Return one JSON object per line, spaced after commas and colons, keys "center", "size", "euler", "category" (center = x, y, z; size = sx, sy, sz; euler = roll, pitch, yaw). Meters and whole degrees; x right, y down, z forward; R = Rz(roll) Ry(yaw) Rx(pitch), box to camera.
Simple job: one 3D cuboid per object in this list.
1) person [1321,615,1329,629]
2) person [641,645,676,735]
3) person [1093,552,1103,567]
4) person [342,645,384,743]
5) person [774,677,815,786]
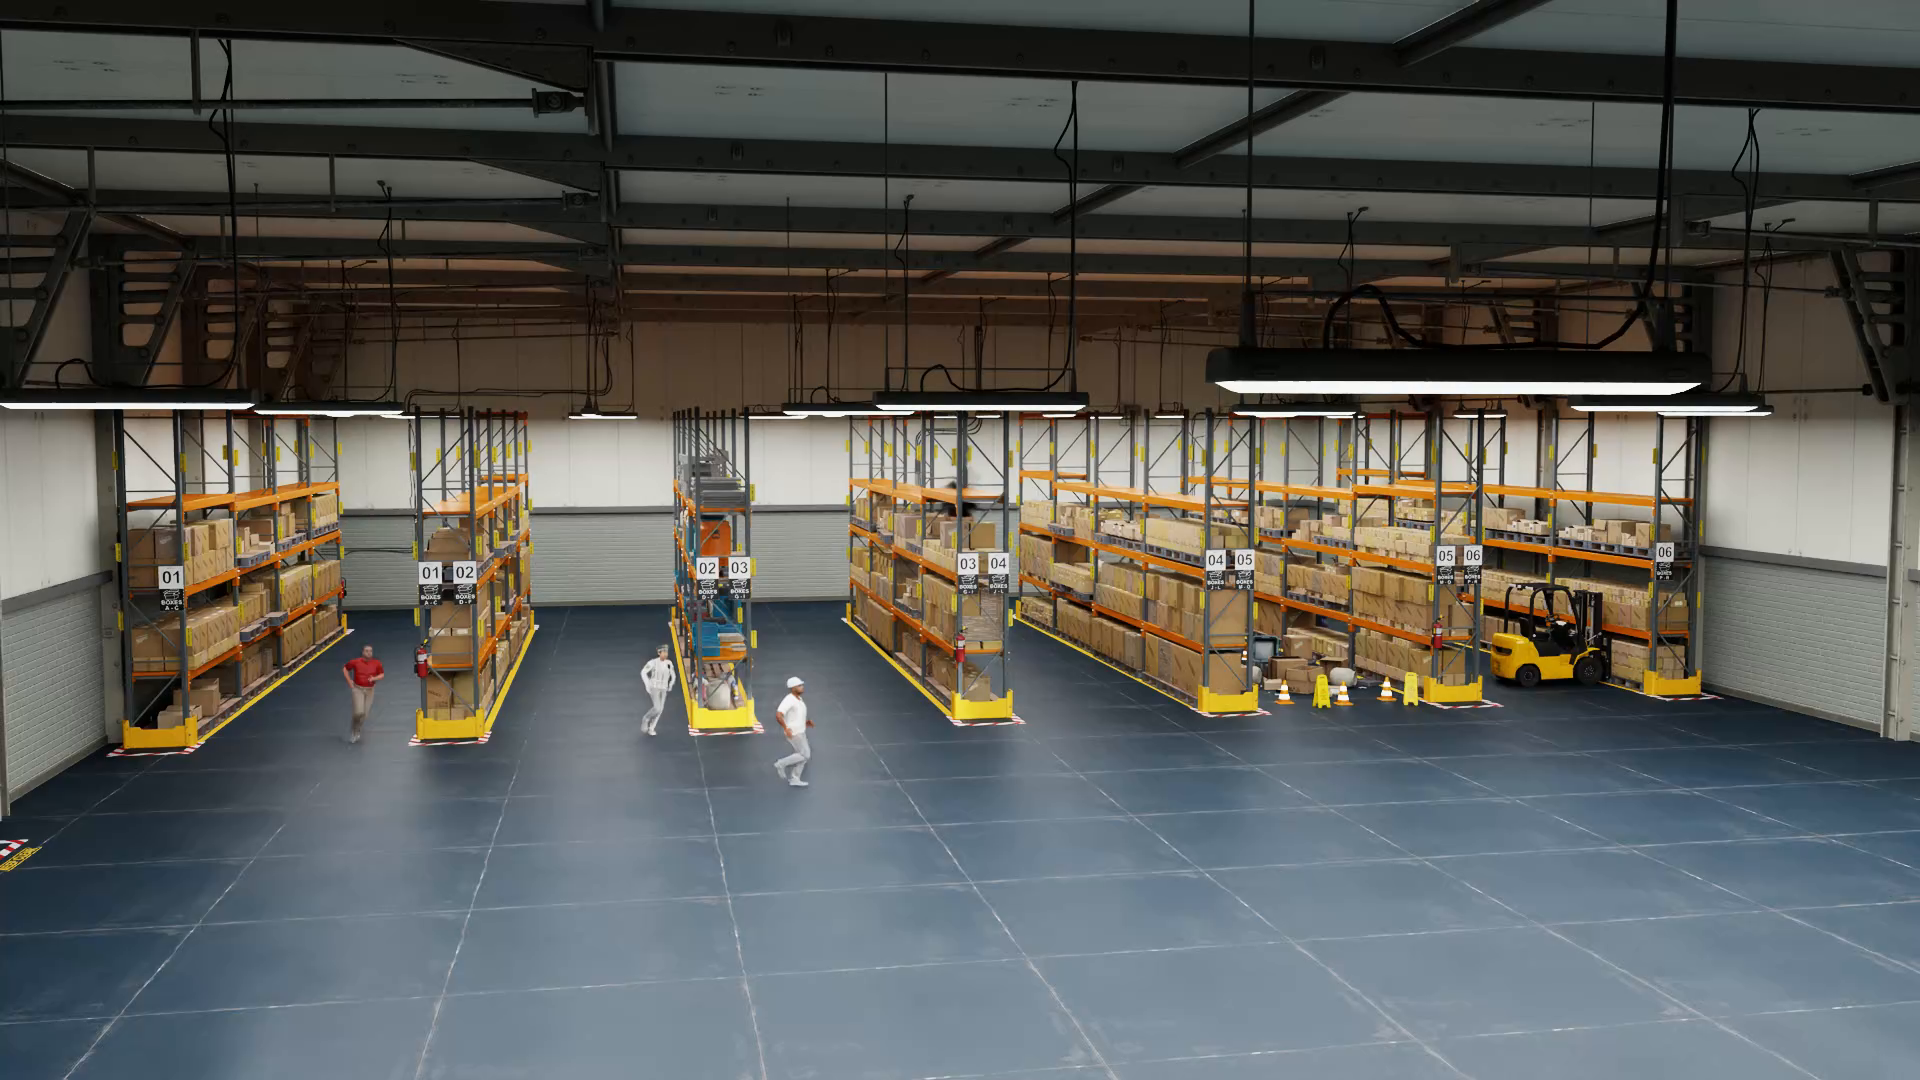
{"center": [9.618, 1.775, 44.089], "size": [0.610, 1.604, 0.815], "euler": [-1, 4, -14], "category": "person"}
{"center": [-5.494, 2.736, 30.490], "size": [0.647, 1.637, 0.501], "euler": [-3, 5, -37], "category": "person"}
{"center": [4.205, 1.267, 50.474], "size": [0.794, 1.851, 0.629], "euler": [0, 4, -4], "category": "person"}
{"center": [-10.696, 2.773, 29.891], "size": [0.651, 1.771, 0.674], "euler": [-3, 5, -39], "category": "person"}
{"center": [-2.573, 3.015, 26.119], "size": [0.548, 1.725, 0.720], "euler": [1, 4, 10], "category": "person"}
